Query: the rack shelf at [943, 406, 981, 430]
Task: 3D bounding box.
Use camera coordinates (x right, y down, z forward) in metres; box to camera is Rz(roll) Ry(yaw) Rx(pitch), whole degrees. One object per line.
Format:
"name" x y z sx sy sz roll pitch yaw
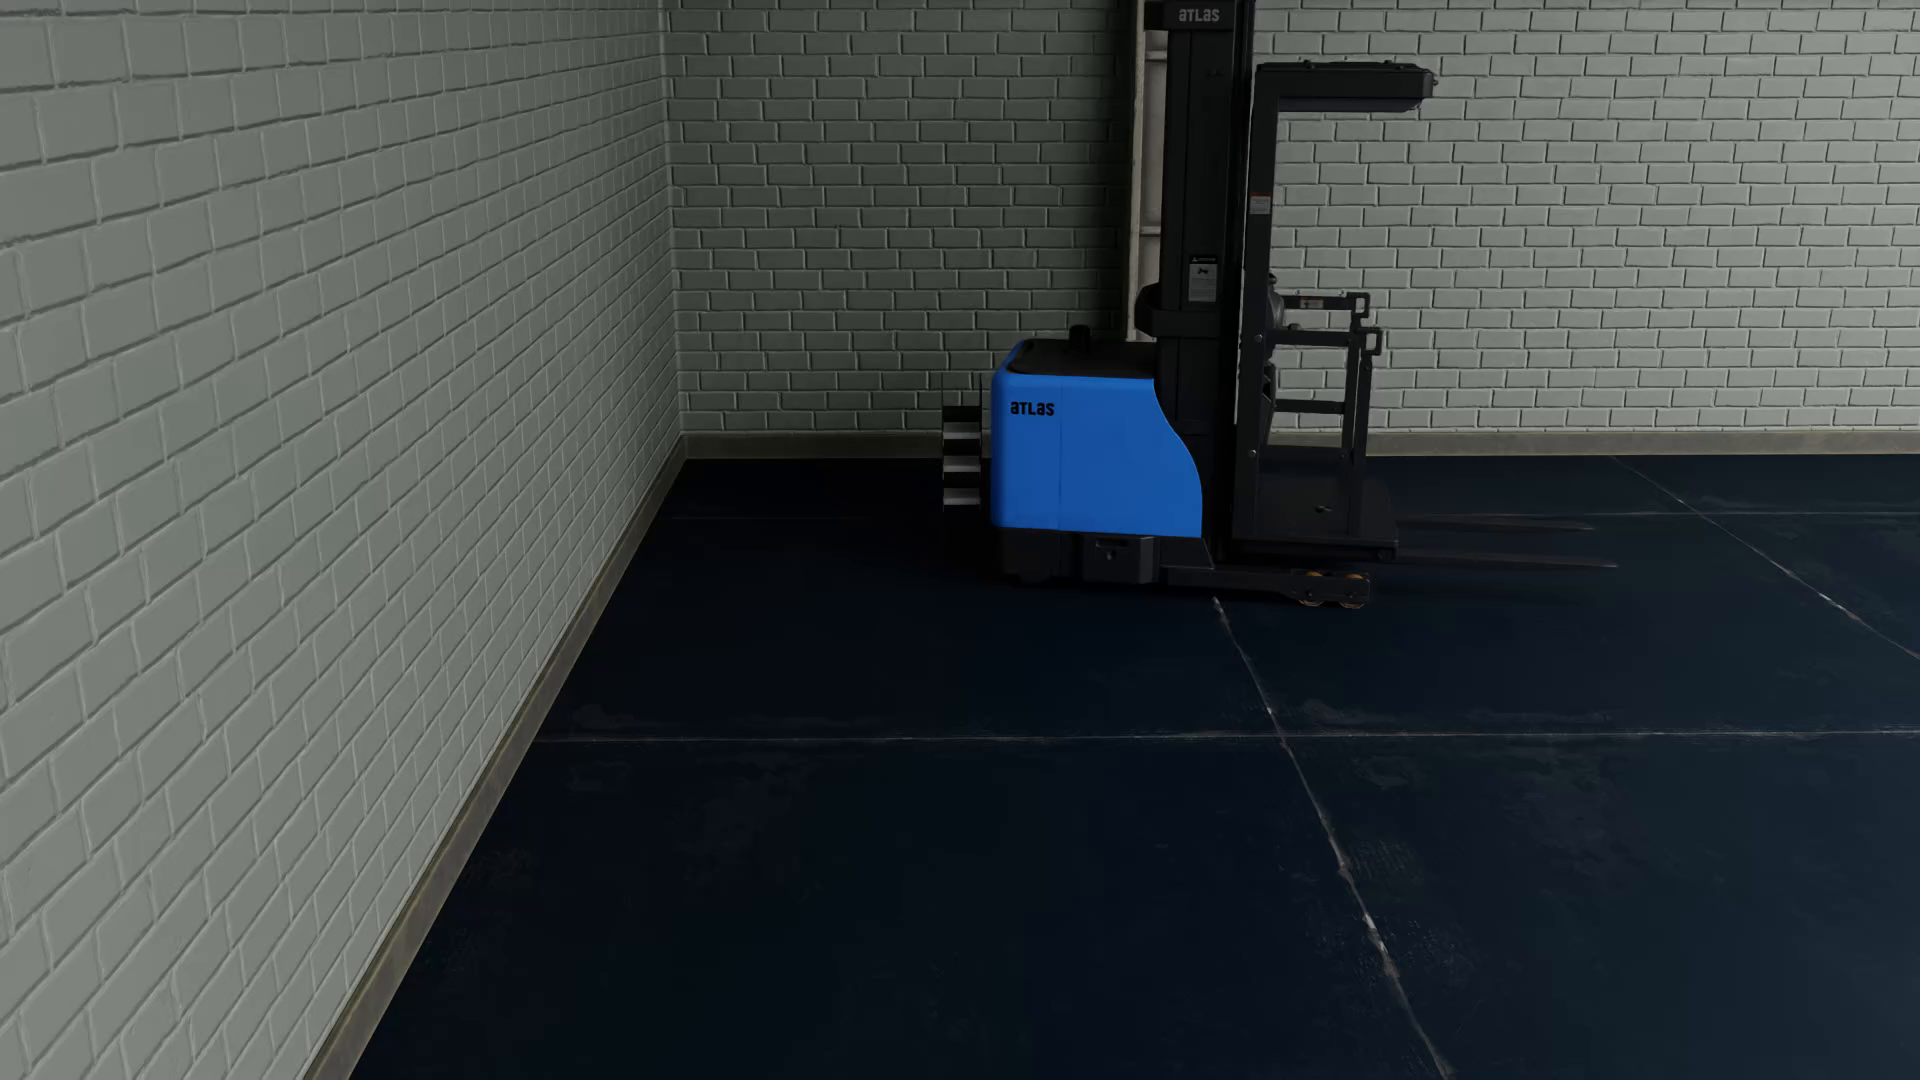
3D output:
"rack shelf" 0.008 -0.654 8.838 0.200 0.077 0.258 0 18 -1

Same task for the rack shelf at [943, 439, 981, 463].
"rack shelf" 0.008 -0.482 8.893 0.200 0.077 0.258 0 18 -1

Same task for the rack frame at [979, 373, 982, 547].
"rack frame" 0.110 -0.429 8.912 0.006 0.900 0.240 0 18 -1

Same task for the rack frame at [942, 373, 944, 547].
"rack frame" -0.094 -0.428 8.909 0.006 0.900 0.240 0 18 -1

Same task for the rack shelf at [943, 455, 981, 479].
"rack shelf" 0.008 -0.397 8.920 0.200 0.077 0.258 0 18 -1

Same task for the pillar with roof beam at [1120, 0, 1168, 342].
"pillar with roof beam" 1.283 -3.468 5.127 0.400 9.000 9.100 0 18 -1

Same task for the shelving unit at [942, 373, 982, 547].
"shelving unit" 0.008 -0.429 8.910 0.210 0.900 0.258 0 18 -1

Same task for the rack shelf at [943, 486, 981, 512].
"rack shelf" 0.008 -0.225 8.975 0.200 0.077 0.258 0 18 -1

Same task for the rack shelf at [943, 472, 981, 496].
"rack shelf" 0.008 -0.311 8.948 0.200 0.077 0.258 0 18 -1

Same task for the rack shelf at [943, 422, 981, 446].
"rack shelf" 0.008 -0.568 8.865 0.200 0.077 0.258 0 18 -1

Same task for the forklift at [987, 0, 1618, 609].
"forklift" 1.704 -1.239 8.112 3.031 2.935 1.130 3 18 10
